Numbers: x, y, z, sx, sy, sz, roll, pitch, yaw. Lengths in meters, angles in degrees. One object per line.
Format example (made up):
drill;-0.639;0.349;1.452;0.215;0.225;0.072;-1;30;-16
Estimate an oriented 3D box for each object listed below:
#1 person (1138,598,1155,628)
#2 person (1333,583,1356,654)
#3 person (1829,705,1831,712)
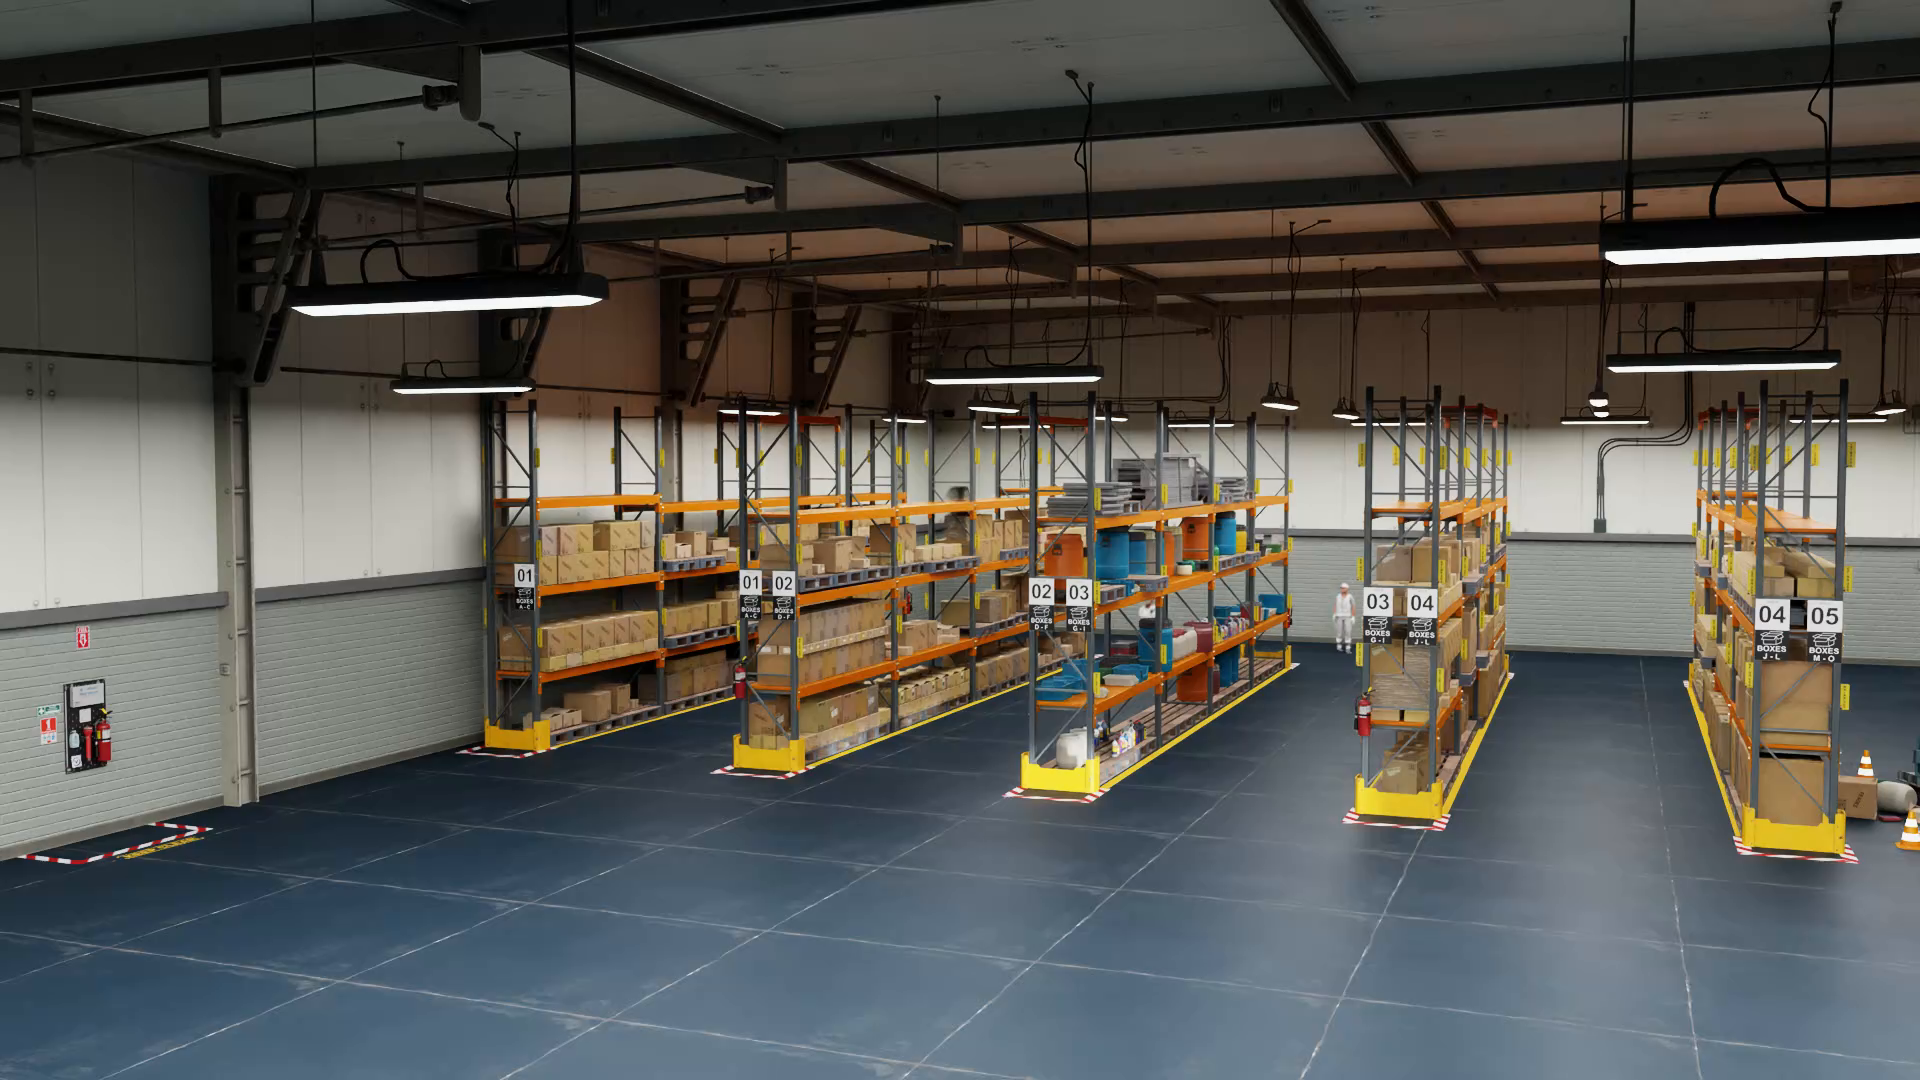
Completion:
person;4.506;2.168;39.841;0.550;1.730;1.034;1;3;19
person;9.873;2.010;42.753;0.573;1.801;0.541;0;3;10
person;16.916;2.572;32.663;0.590;1.672;0.455;-2;4;-41
